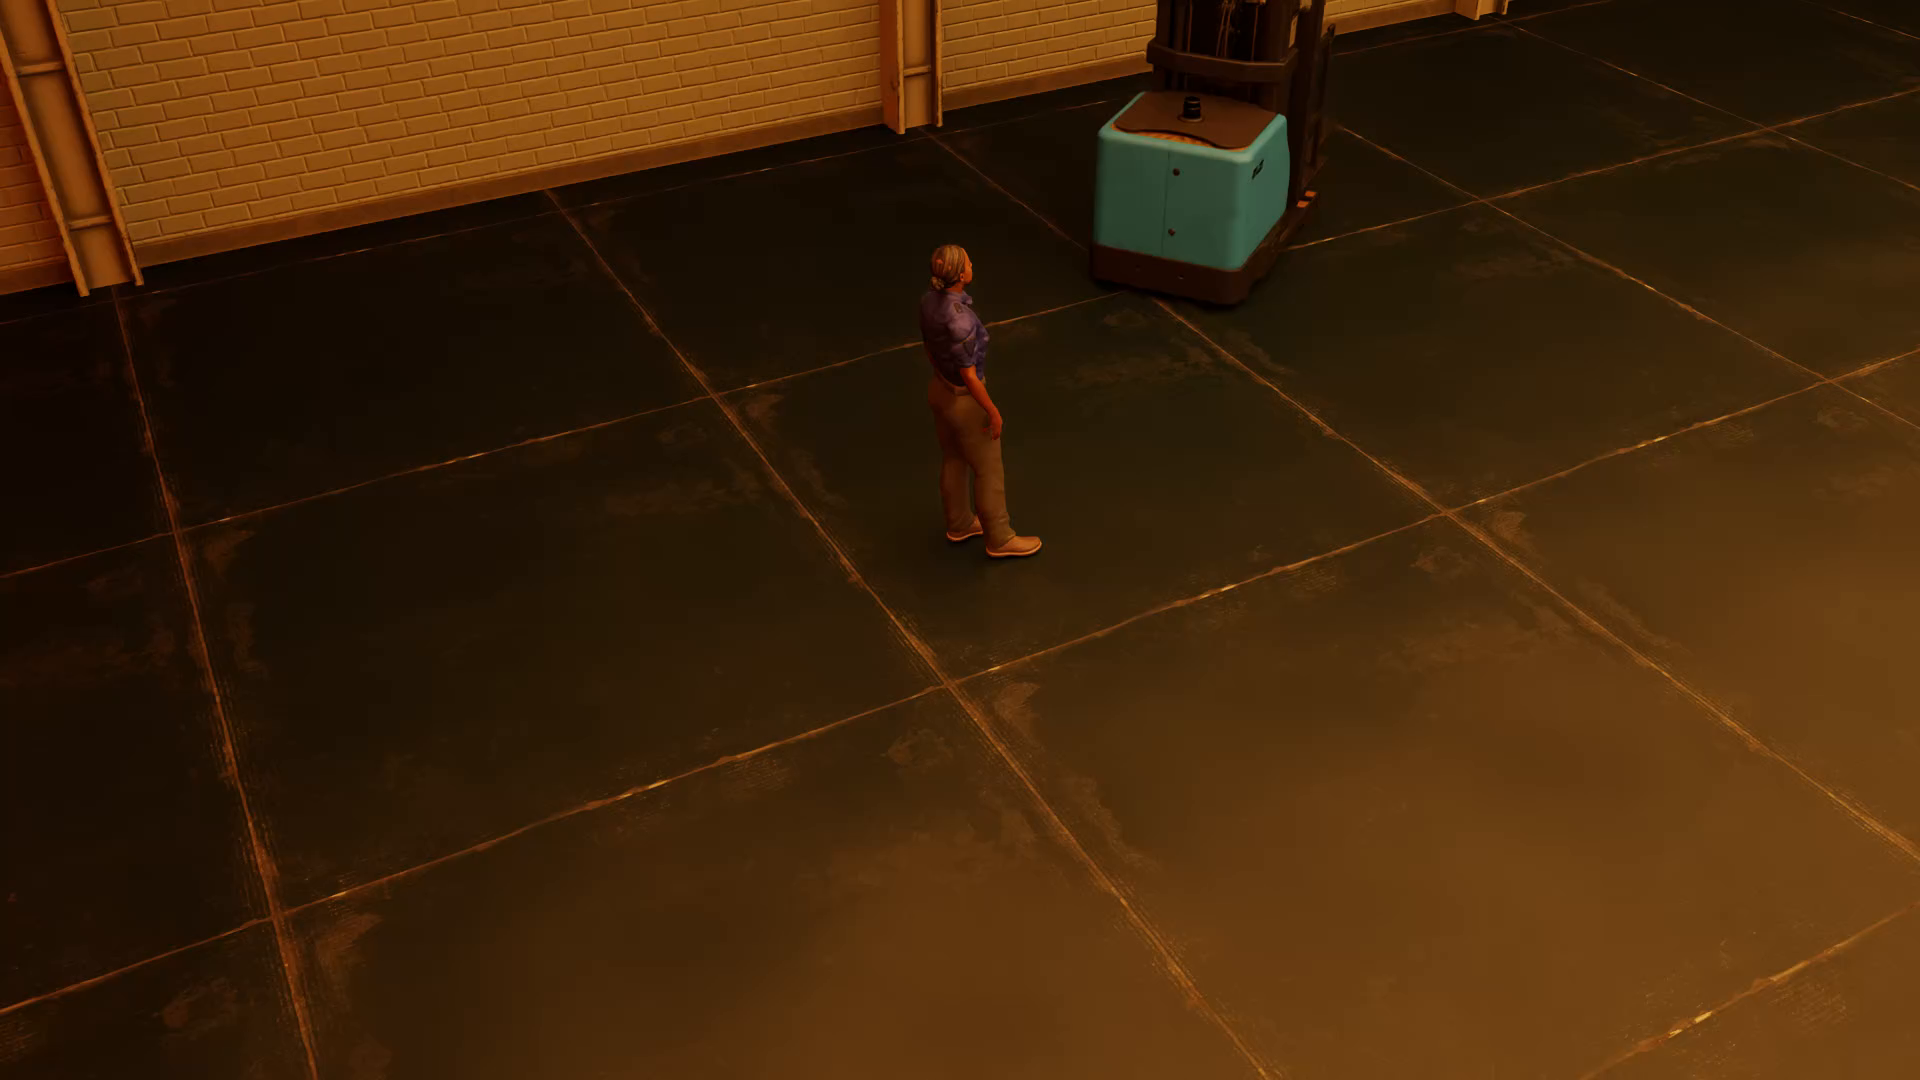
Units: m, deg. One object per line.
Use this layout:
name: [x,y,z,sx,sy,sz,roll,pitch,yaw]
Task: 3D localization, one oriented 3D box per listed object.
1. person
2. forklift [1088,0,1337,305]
person: [0.087,-0.695,8.200,0.504,1.654,0.569,-17,39,-23]
forklift: [1.947,-3.544,11.136,1.130,2.935,3.031,16,38,21]
